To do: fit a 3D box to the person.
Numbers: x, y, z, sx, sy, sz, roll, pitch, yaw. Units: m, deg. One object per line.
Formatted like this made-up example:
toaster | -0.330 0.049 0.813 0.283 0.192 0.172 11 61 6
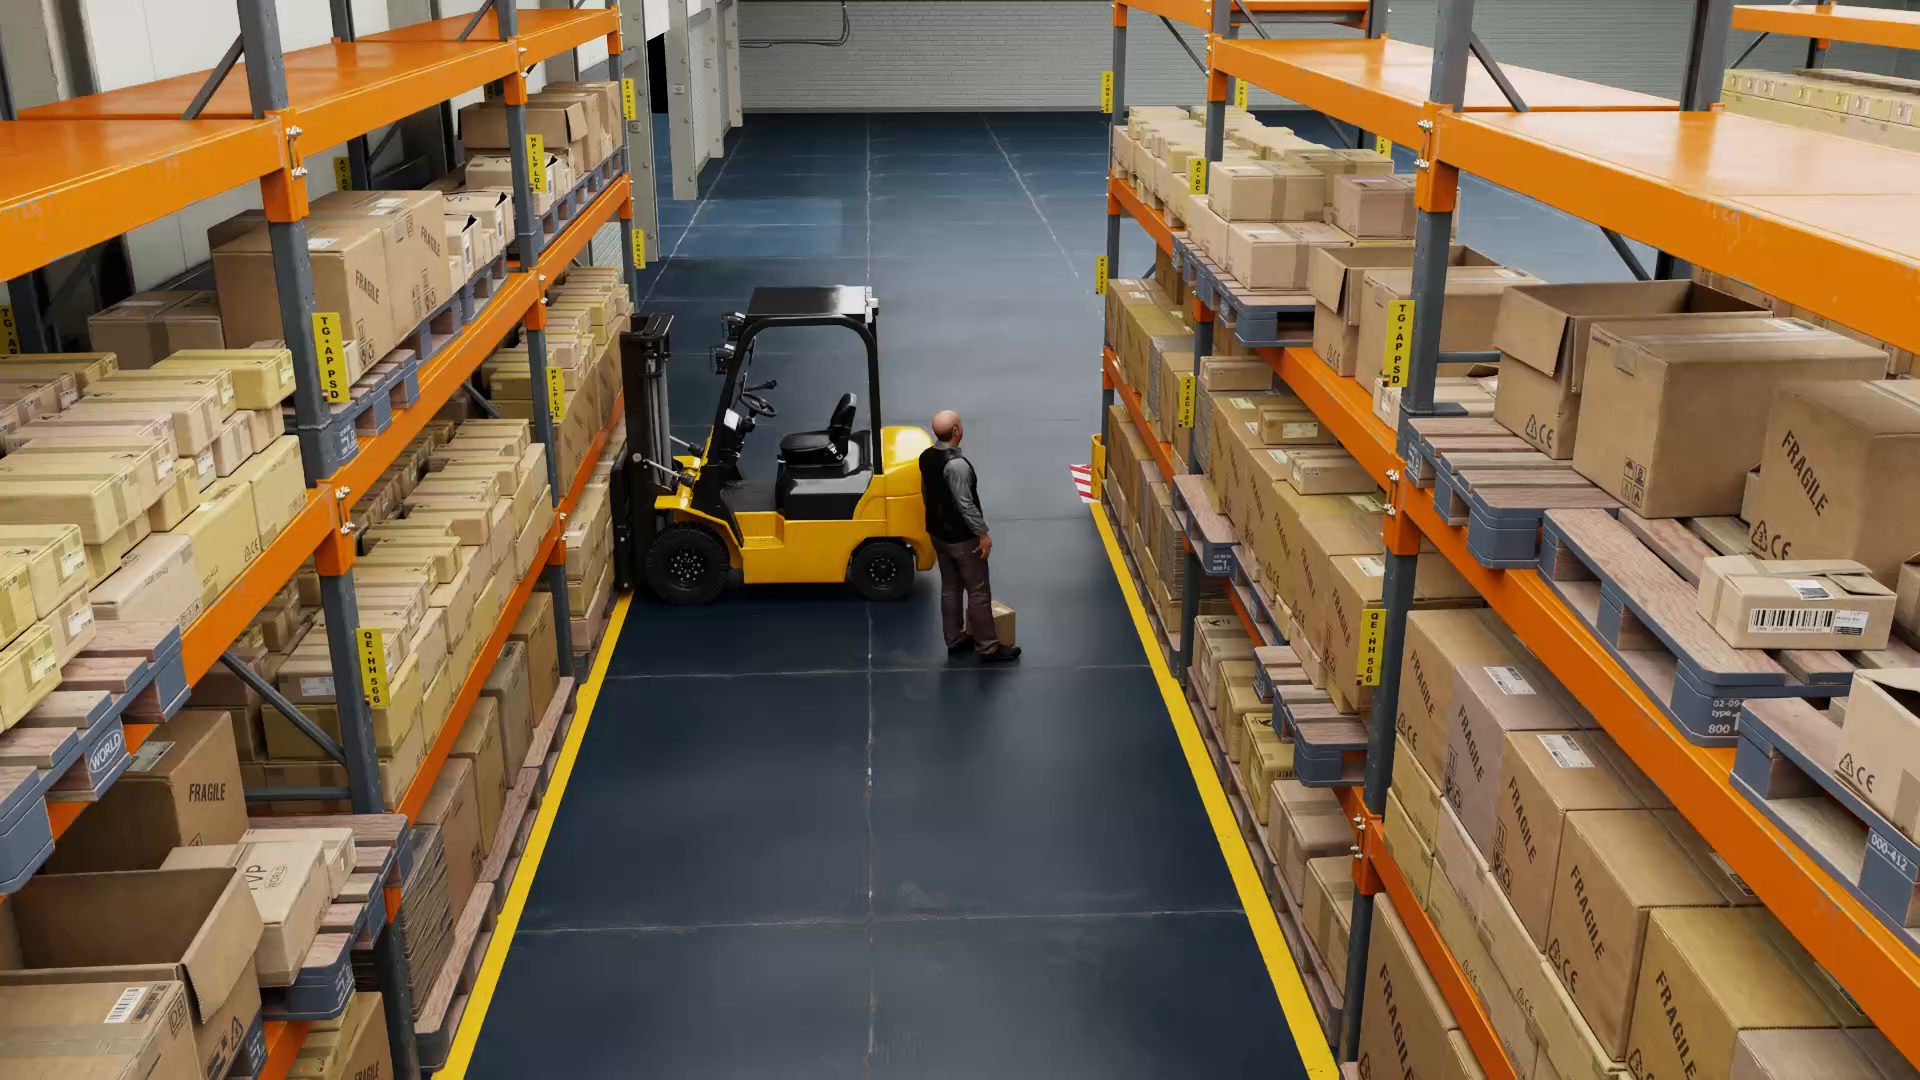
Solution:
person | 0.038 -0.047 11.212 0.567 1.721 0.633 -12 24 -30
